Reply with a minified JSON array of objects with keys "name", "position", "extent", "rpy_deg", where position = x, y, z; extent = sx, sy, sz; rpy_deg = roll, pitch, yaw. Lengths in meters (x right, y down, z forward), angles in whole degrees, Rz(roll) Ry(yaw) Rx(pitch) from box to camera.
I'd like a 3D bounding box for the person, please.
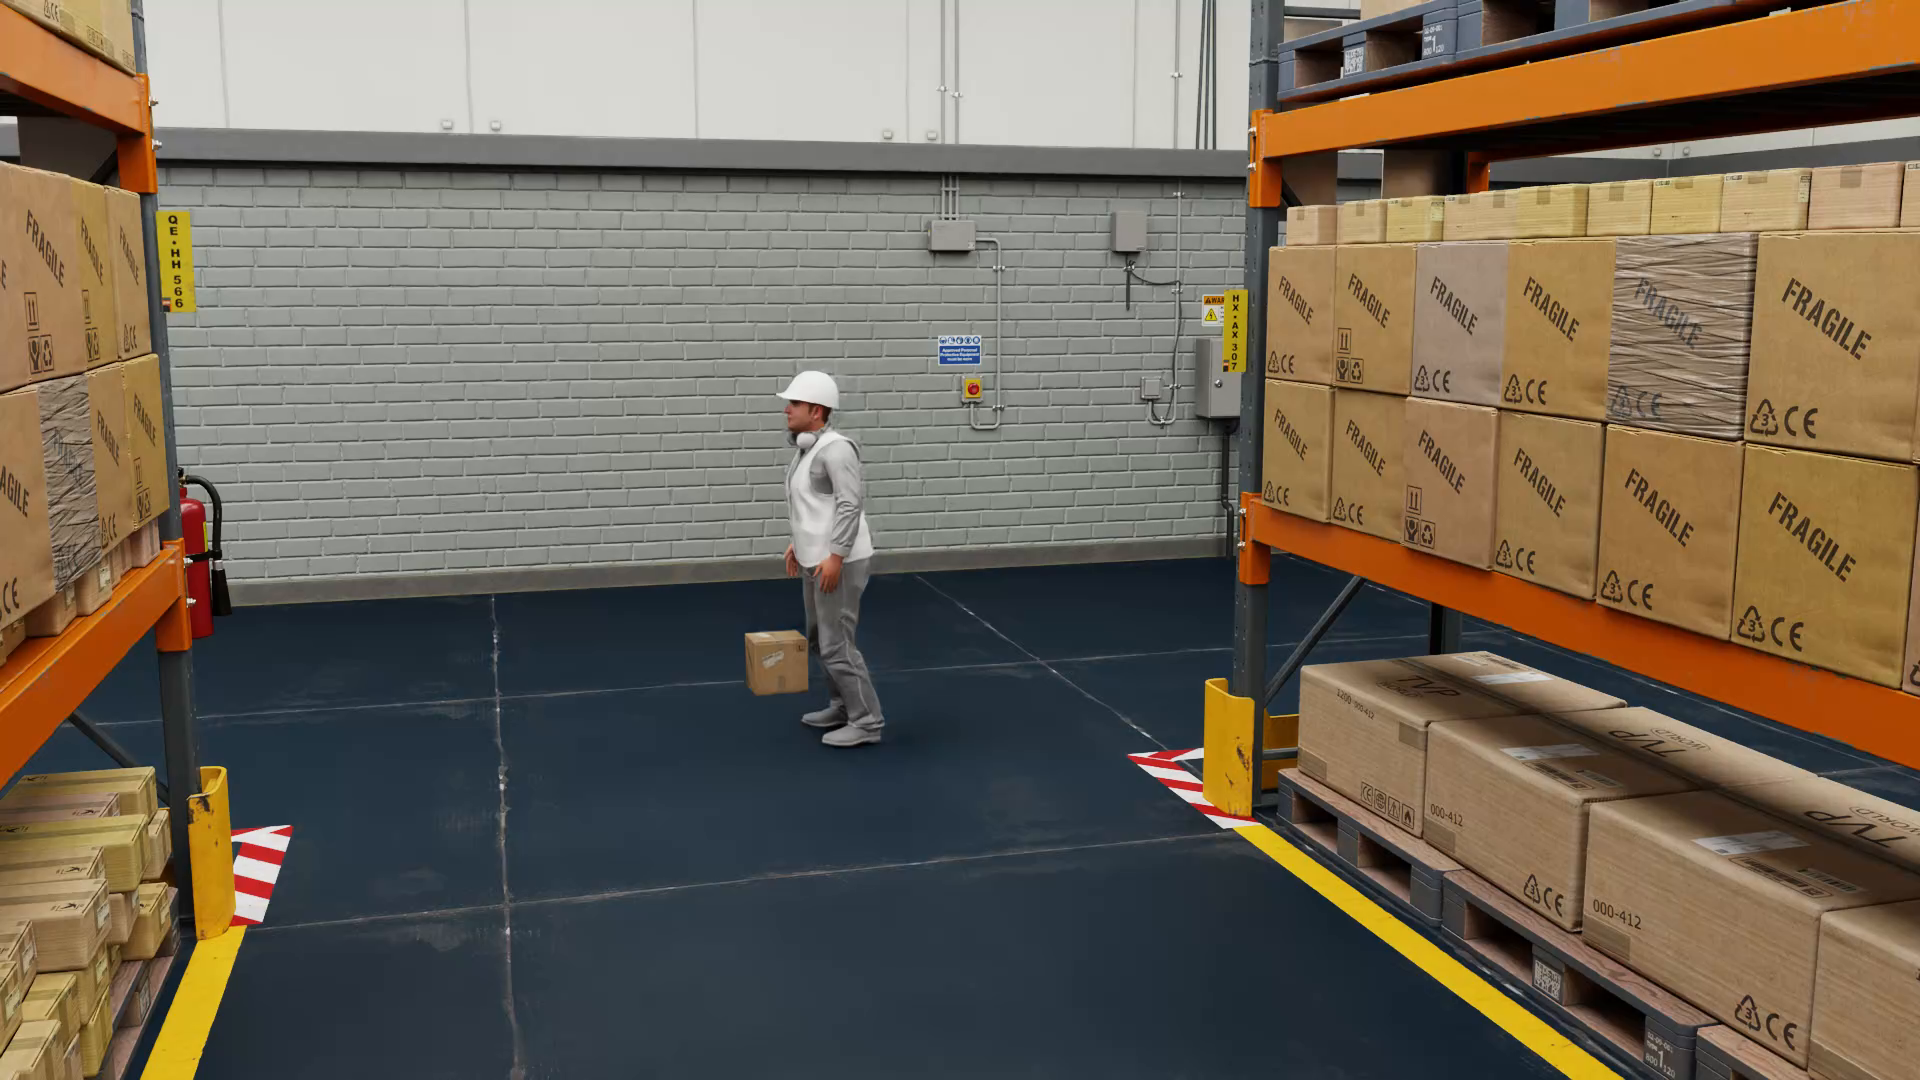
[{"name":"person","position":[-0.615,0.086,7.807],"extent":[0.483,1.755,0.654],"rpy_deg":[-3,10,-17]}]
